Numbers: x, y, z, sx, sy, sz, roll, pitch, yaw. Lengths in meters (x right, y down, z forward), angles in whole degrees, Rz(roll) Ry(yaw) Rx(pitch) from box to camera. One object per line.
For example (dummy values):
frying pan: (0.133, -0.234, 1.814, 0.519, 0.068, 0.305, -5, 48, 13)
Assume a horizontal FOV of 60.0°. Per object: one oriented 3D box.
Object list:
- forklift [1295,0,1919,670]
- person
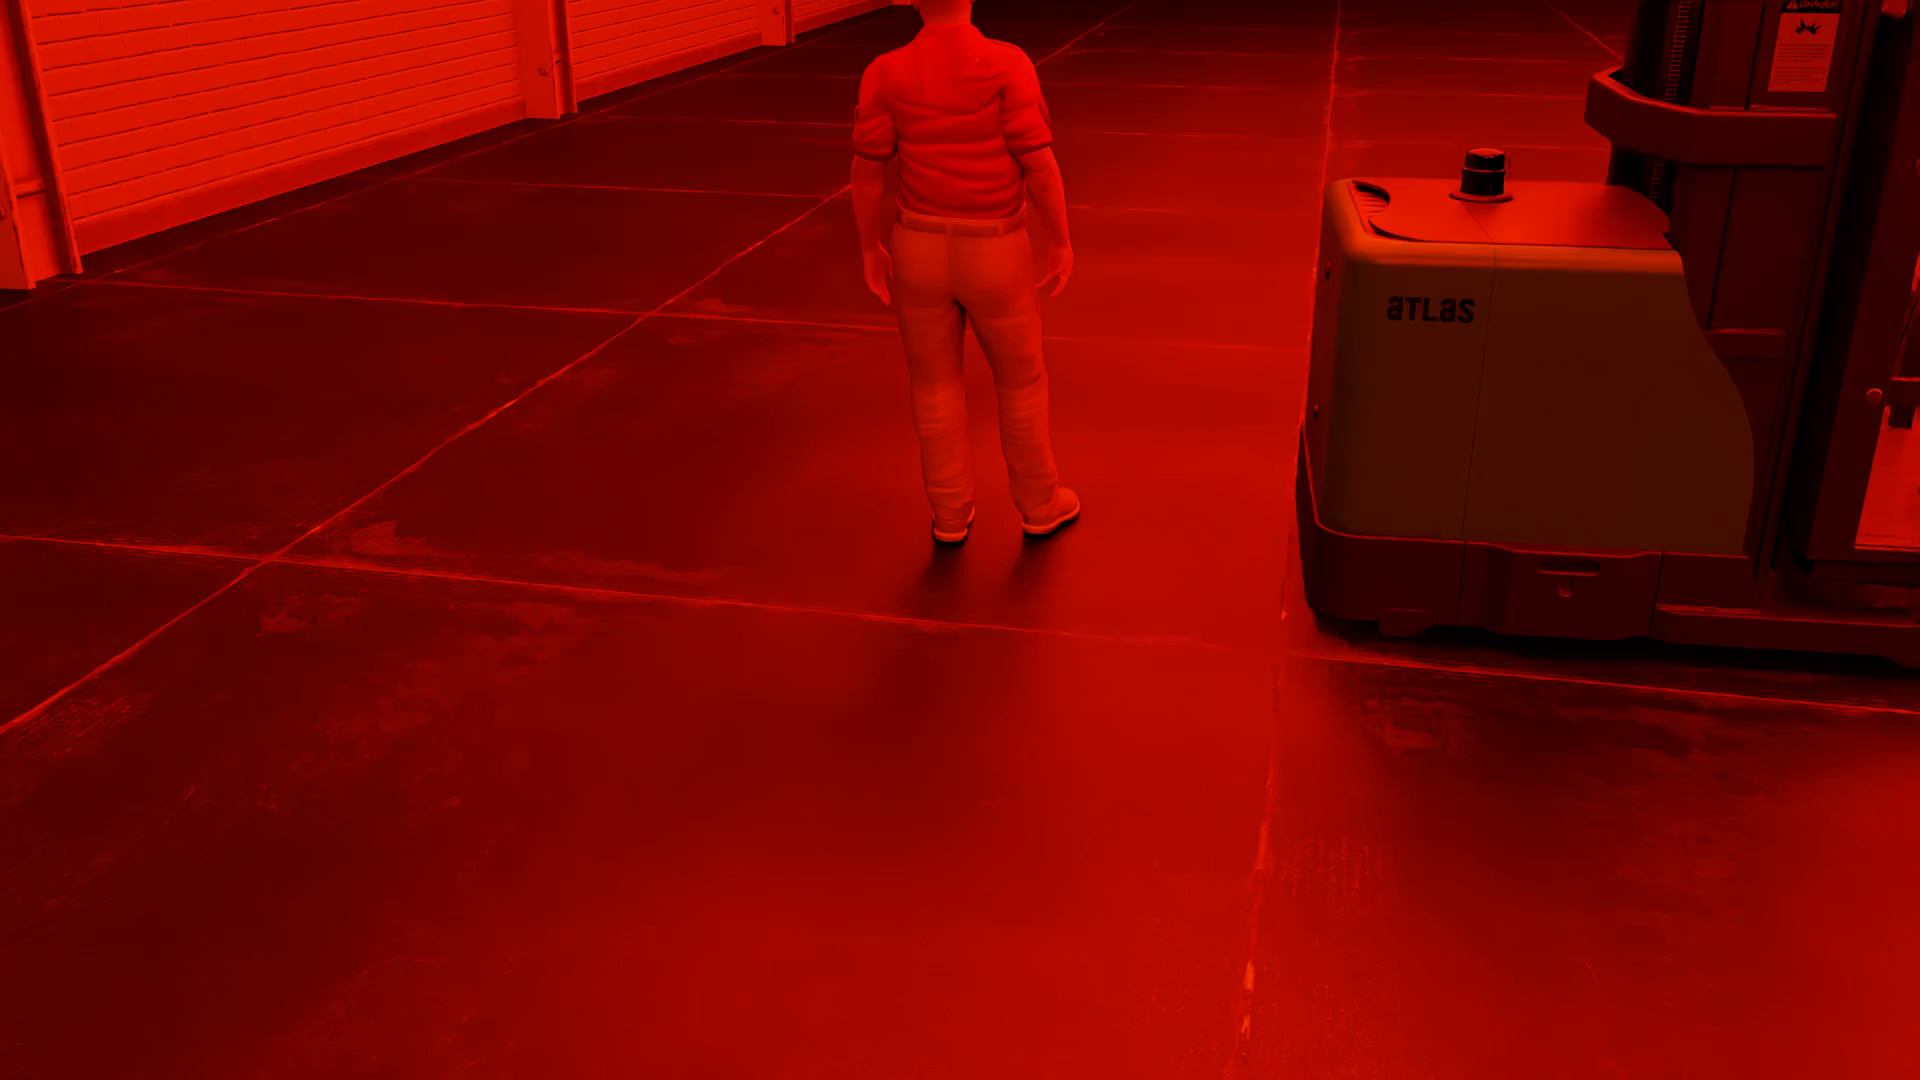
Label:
forklift: (2.510, -1.196, 4.200, 3.031, 2.935, 1.130, 3, 22, 8)
person: (0.031, -0.840, 4.898, 0.641, 1.727, 0.550, 5, 23, 11)
